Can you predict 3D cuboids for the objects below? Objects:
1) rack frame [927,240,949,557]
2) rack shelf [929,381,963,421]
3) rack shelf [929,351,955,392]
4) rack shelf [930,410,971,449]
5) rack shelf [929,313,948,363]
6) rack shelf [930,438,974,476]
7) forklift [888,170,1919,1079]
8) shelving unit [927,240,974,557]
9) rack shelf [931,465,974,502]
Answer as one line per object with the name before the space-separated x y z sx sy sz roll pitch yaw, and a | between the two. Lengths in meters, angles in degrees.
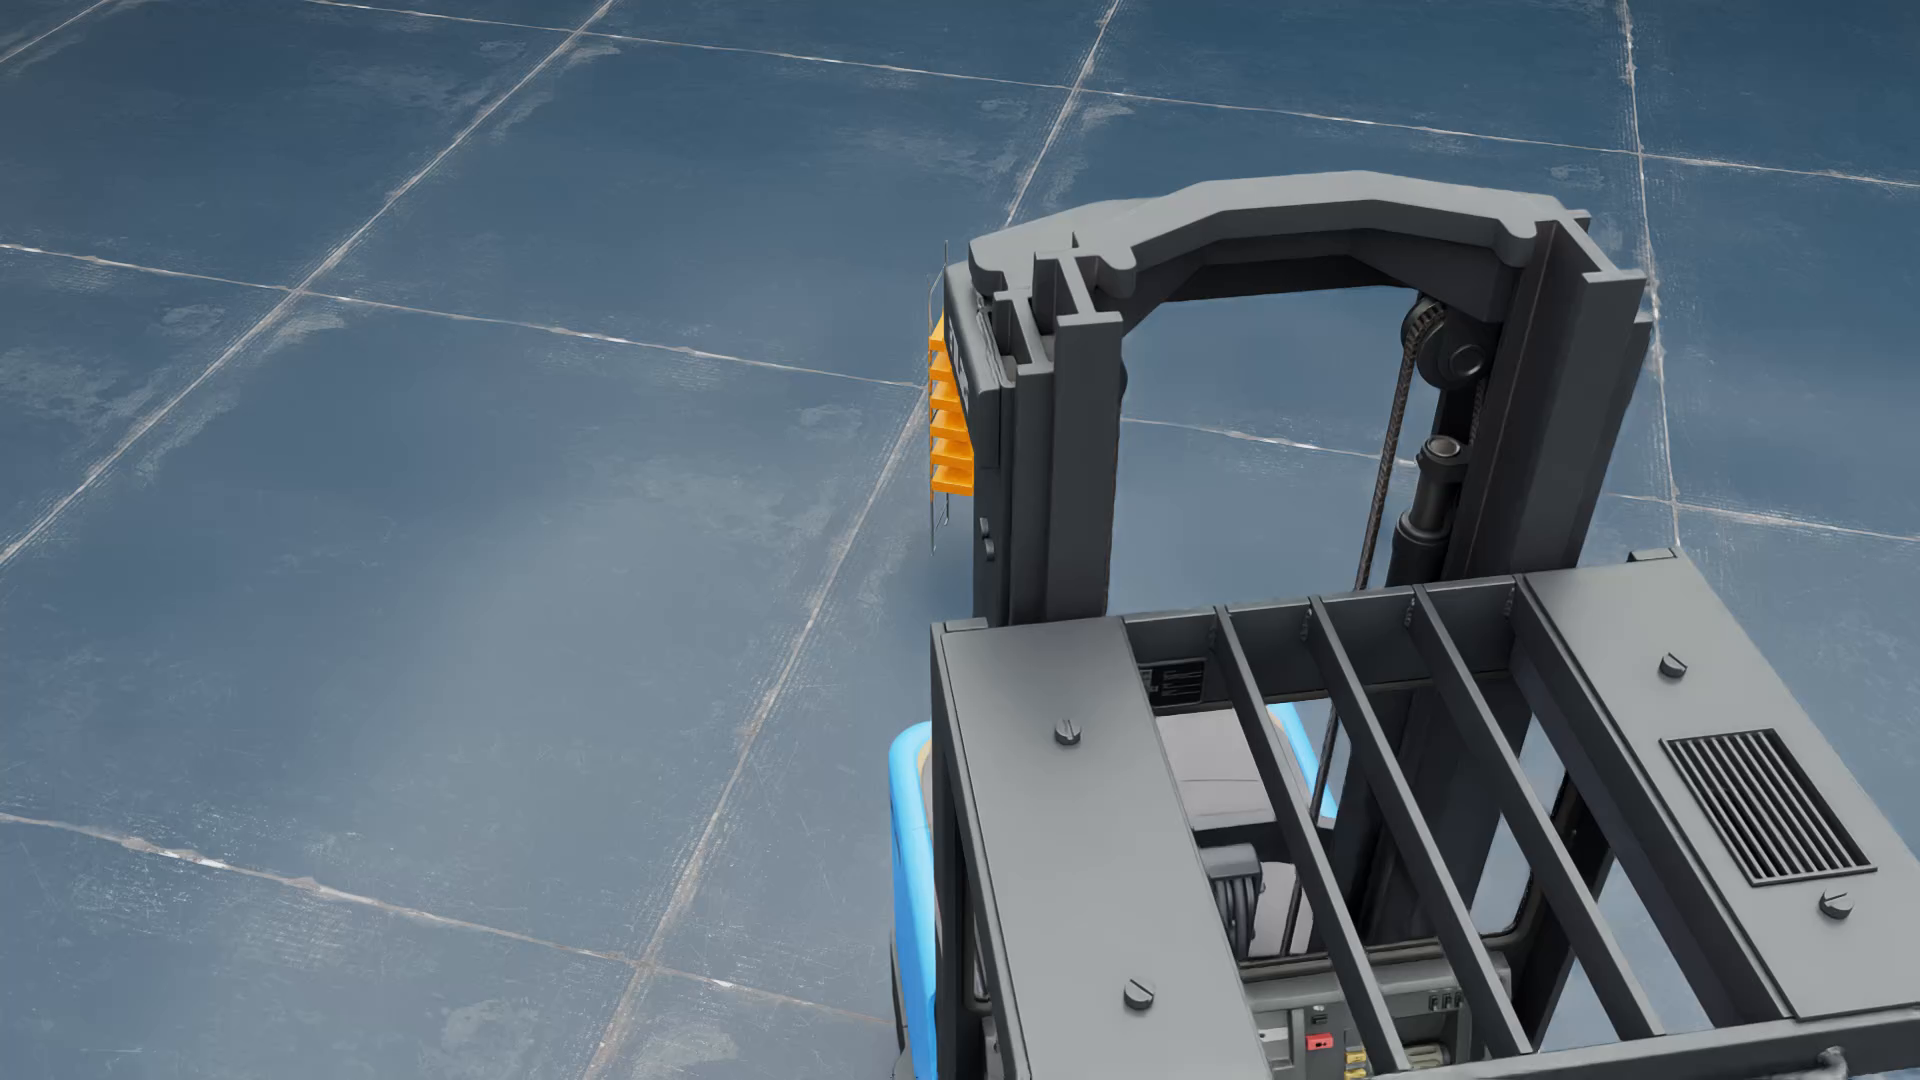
rack frame | -0.074 -0.472 5.879 0.006 1.200 0.240 10 41 11
rack shelf | 0.014 -0.515 5.813 0.180 0.103 0.258 10 41 11
rack shelf | 0.014 -0.607 5.735 0.180 0.103 0.258 10 41 11
rack shelf | 0.014 -0.423 5.890 0.180 0.103 0.258 10 41 11
rack shelf | 0.014 -0.699 5.658 0.180 0.103 0.258 10 41 11
rack shelf | 0.014 -0.331 5.967 0.180 0.103 0.258 10 41 11
forklift | 0.540 1.040 2.733 1.130 2.935 3.031 -6 40 -7
shelving unit | 0.014 -0.457 5.861 0.189 1.200 0.258 10 41 11
rack shelf | 0.014 -0.239 6.044 0.180 0.103 0.258 10 41 11
